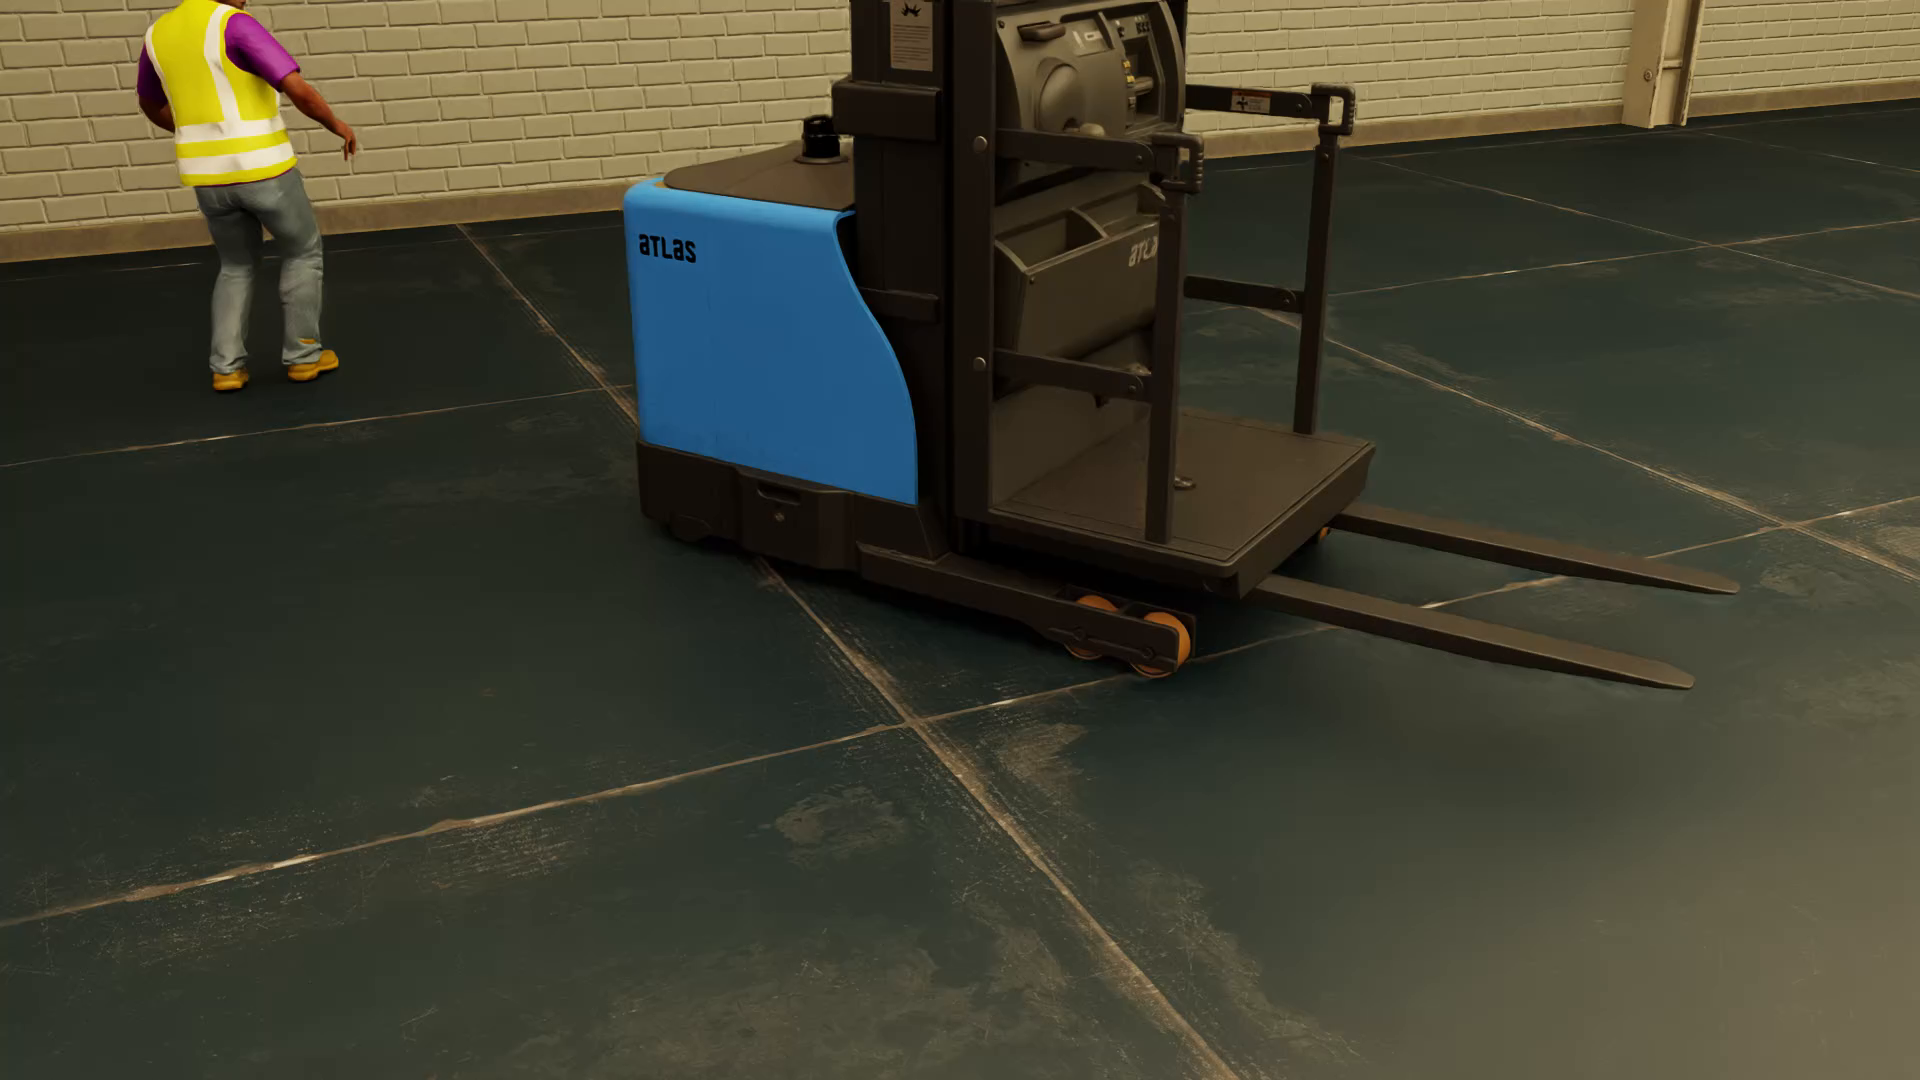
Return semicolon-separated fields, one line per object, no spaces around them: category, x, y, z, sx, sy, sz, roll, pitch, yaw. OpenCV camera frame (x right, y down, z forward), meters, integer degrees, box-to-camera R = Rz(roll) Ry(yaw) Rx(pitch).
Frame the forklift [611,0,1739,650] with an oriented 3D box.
forklift;0.601;-1.290;4.391;3.031;2.935;1.130;7;23;16

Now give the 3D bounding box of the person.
person;-2.783;-1.441;6.354;0.791;1.718;0.516;7;24;17
